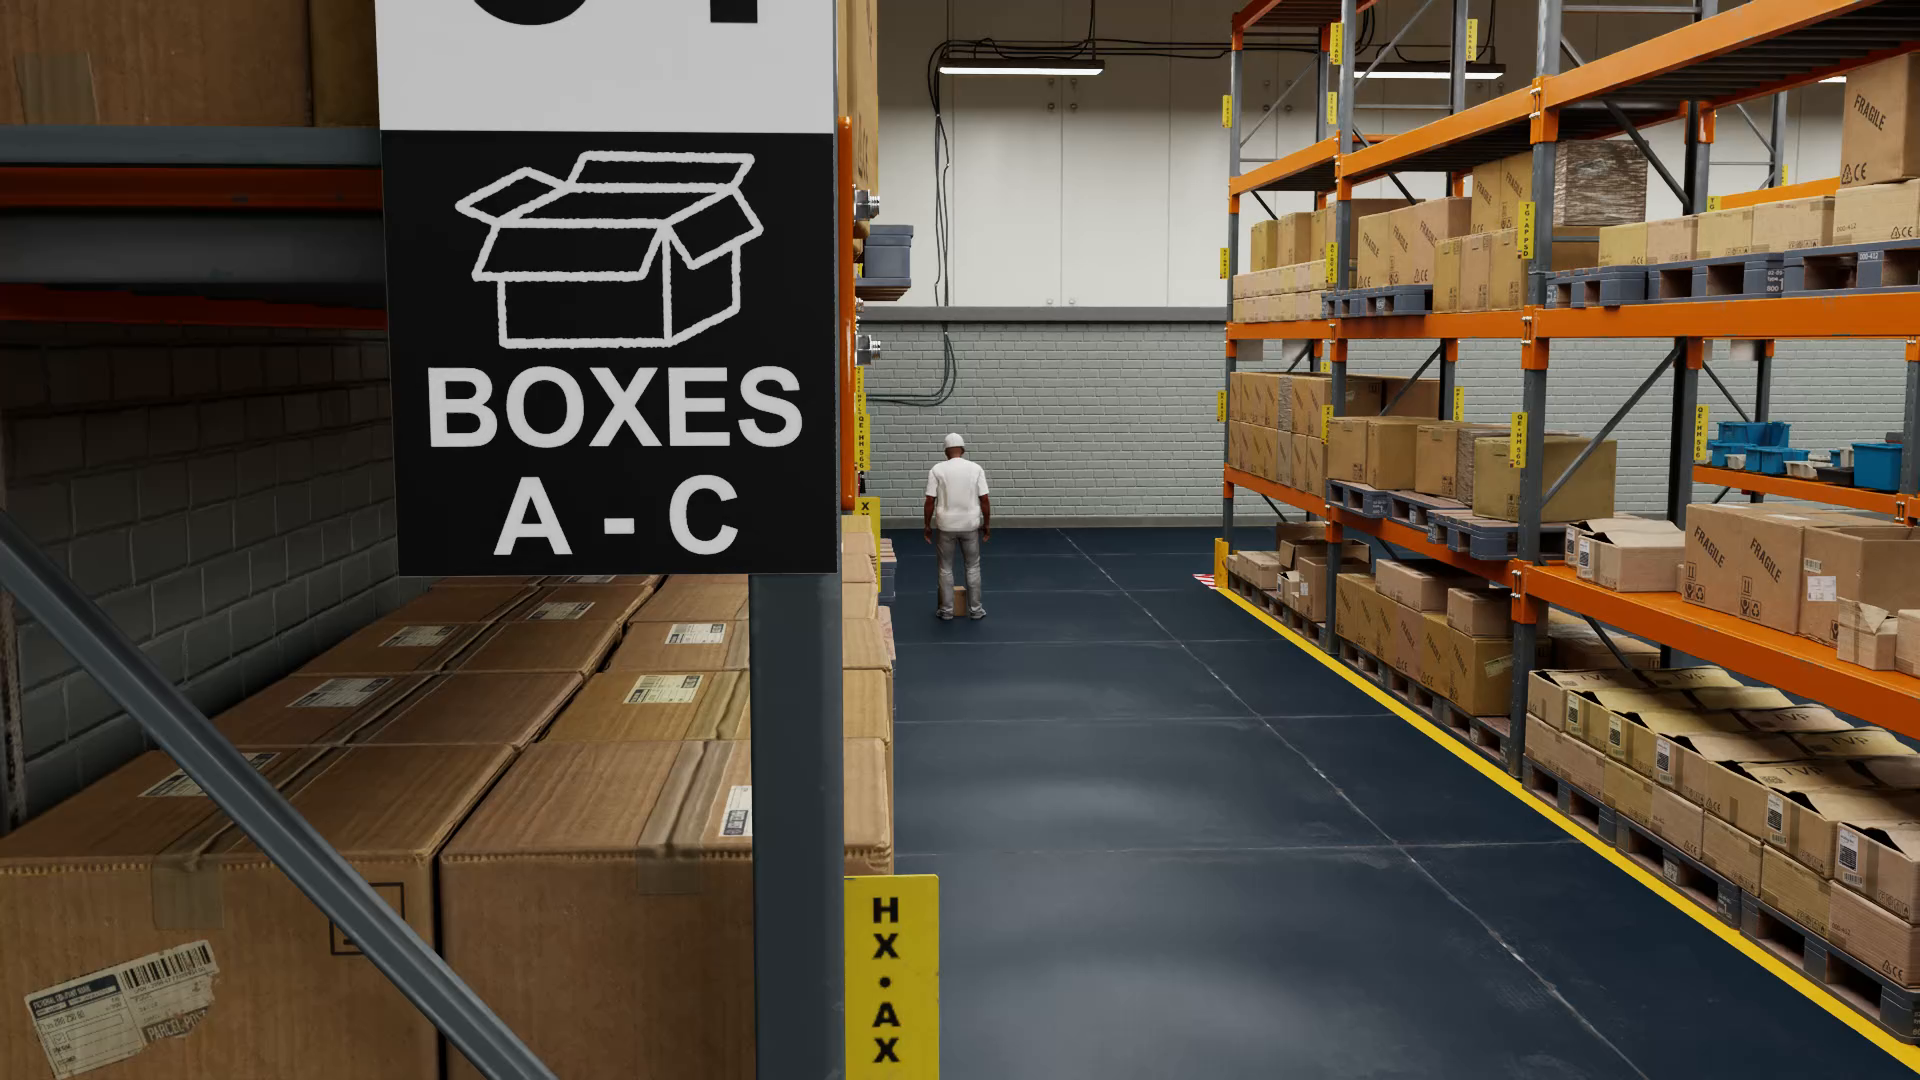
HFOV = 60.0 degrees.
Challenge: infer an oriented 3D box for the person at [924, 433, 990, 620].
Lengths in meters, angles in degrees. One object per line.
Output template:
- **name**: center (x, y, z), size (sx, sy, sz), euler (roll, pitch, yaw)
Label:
- **person**: center (-0.026, -0.132, 15.768), size (0.633, 1.760, 0.463), euler (-1, 7, -6)
